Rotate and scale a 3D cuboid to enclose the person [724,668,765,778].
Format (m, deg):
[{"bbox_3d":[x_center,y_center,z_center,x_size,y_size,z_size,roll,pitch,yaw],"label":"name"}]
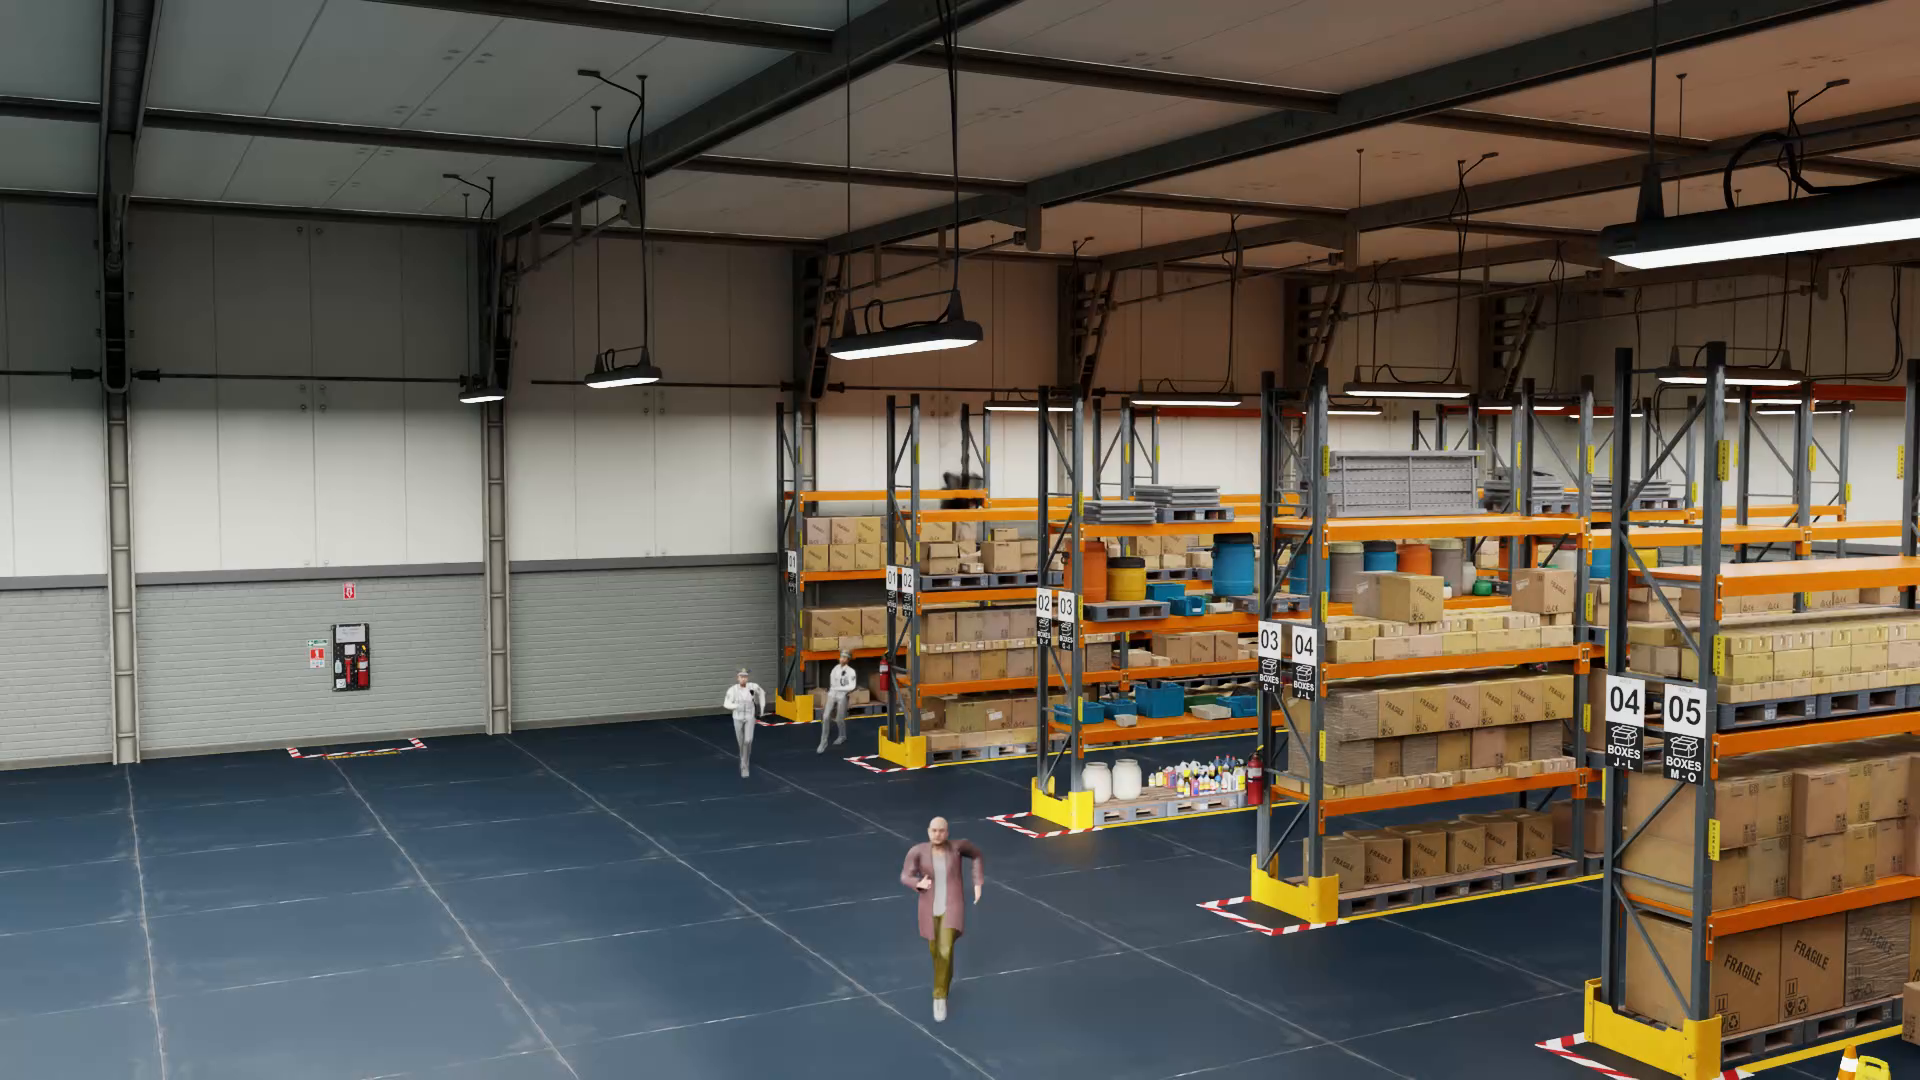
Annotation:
[{"bbox_3d":[-3.391,2.848,26.199,0.638,1.726,0.827,0,3,-8],"label":"person"}]

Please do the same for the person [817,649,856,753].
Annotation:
[{"bbox_3d":[-2.009,2.663,27.717,0.611,1.689,0.844,2,4,26],"label":"person"}]

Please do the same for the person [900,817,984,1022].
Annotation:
[{"bbox_3d":[-0.159,3.429,15.277,0.746,1.811,0.933,0,3,6],"label":"person"}]
